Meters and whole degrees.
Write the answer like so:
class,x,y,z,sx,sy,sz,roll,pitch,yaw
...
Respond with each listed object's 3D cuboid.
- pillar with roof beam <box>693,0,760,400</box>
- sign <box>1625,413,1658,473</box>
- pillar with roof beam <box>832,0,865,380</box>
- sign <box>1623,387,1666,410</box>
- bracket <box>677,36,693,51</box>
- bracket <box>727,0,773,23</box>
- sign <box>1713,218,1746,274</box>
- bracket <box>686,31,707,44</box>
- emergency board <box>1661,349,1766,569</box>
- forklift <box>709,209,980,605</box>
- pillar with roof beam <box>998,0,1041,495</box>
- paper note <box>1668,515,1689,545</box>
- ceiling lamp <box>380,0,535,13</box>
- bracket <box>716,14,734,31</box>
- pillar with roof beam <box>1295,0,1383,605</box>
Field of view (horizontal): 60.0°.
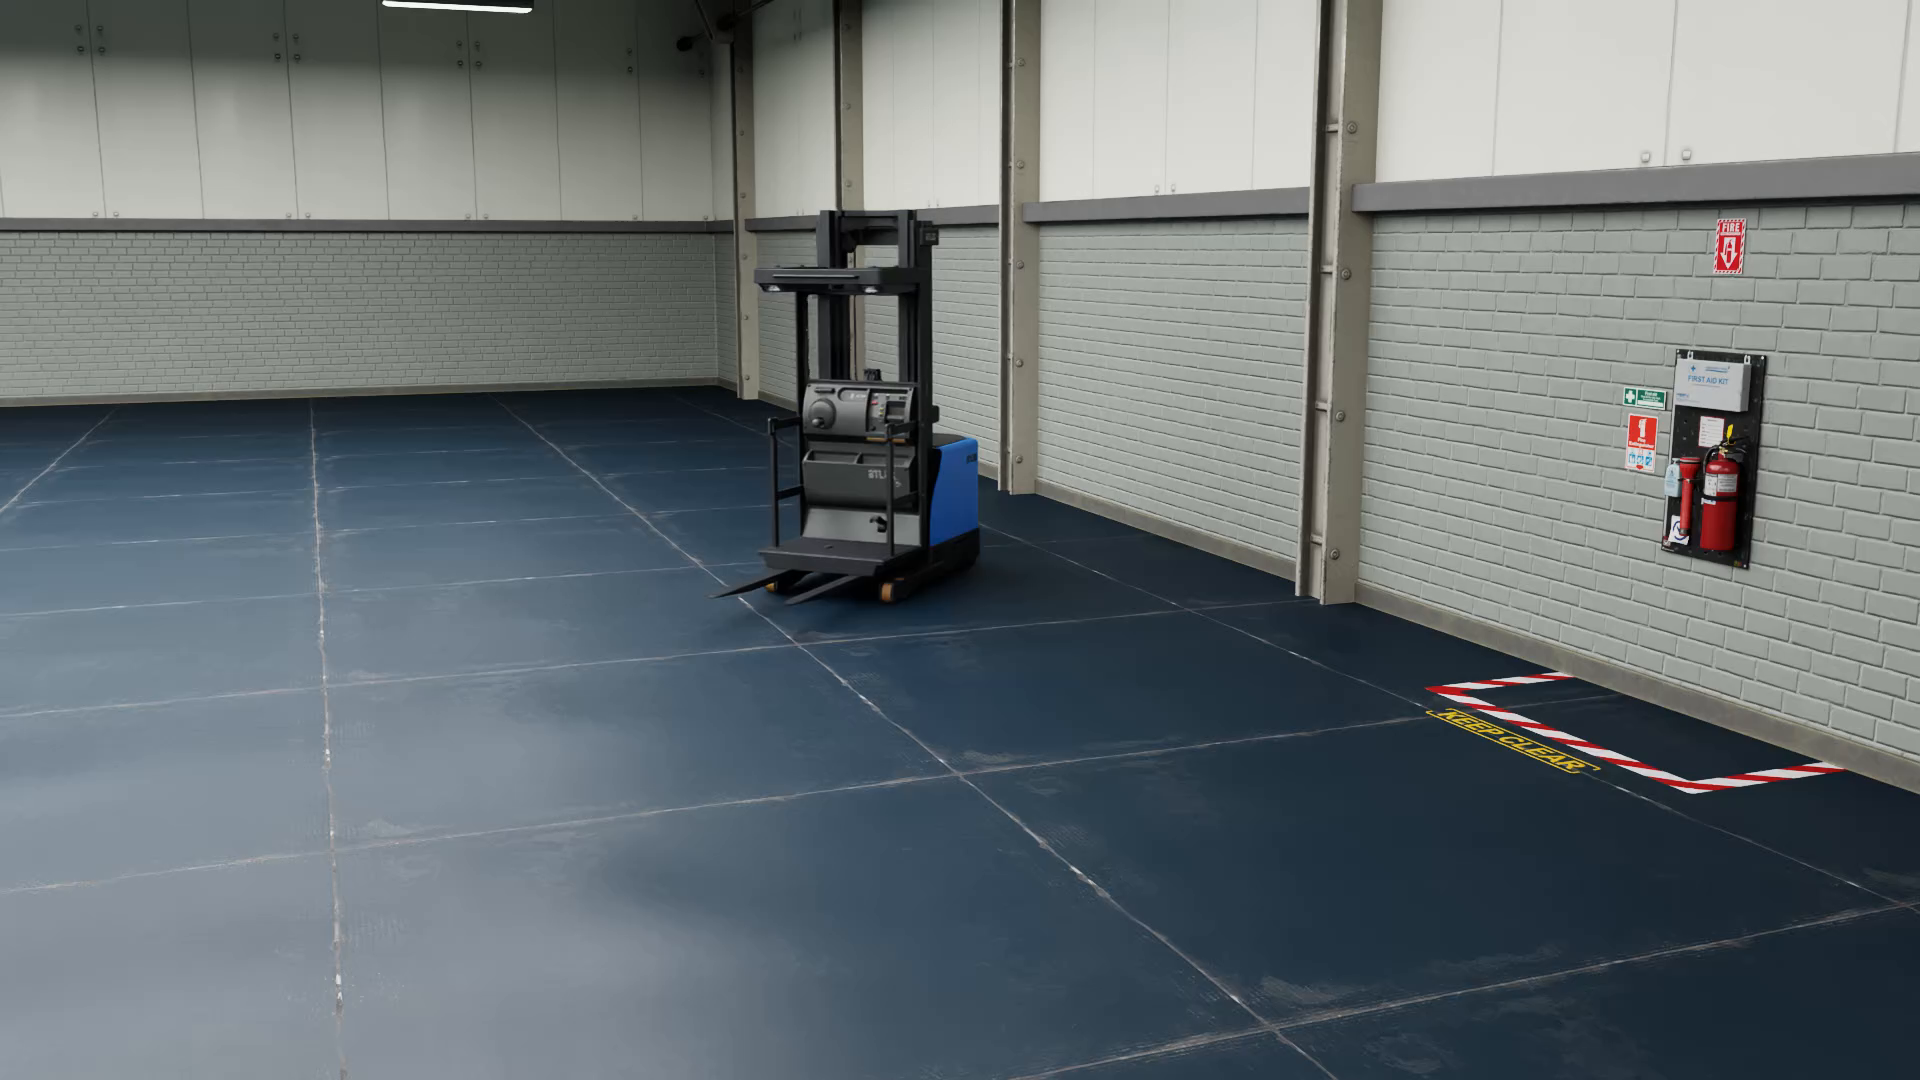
class,x,y,z,sx,sy,sz,roll,pitch,yaw
pillar with roof beam,-7.729,-6.650,26.940,9.100,9.000,0.548,-4,11,-21
sign,4.016,-0.572,9.800,0.001,0.329,0.234,-4,11,-21
pillar with roof beam,-5.554,-5.671,21.434,9.100,9.000,0.400,-4,11,-21
sign,4.010,-0.832,9.747,0.001,0.109,0.331,-4,11,-21
bracket,-5.056,-9.127,30.589,0.235,0.232,0.430,-4,11,-21
bracket,-2.963,-8.185,25.289,0.076,0.066,4.783,-4,11,-21
sign,4.211,-1.607,9.099,0.001,0.298,0.199,-4,11,-21
bracket,-4.842,-9.031,30.047,0.076,0.066,3.189,-4,11,-21
emergency board,4.121,-0.458,9.259,0.194,1.169,0.643,-4,11,-21
forklift,-0.875,-1.047,12.769,1.130,2.935,3.031,4,11,23
pillar with roof beam,-3.380,-4.691,15.928,9.100,9.000,0.400,-4,11,-21
paper note,4.121,-0.058,9.523,0.016,0.148,0.142,-4,11,-21
ceiling lamp,-6.939,-8.852,22.649,2.000,3.185,0.800,-4,11,-21
bracket,-3.897,-8.605,27.653,0.235,0.232,0.430,-4,11,-21
pillar with roof beam,-1.206,-3.712,10.422,9.100,9.000,0.400,-4,11,-21
